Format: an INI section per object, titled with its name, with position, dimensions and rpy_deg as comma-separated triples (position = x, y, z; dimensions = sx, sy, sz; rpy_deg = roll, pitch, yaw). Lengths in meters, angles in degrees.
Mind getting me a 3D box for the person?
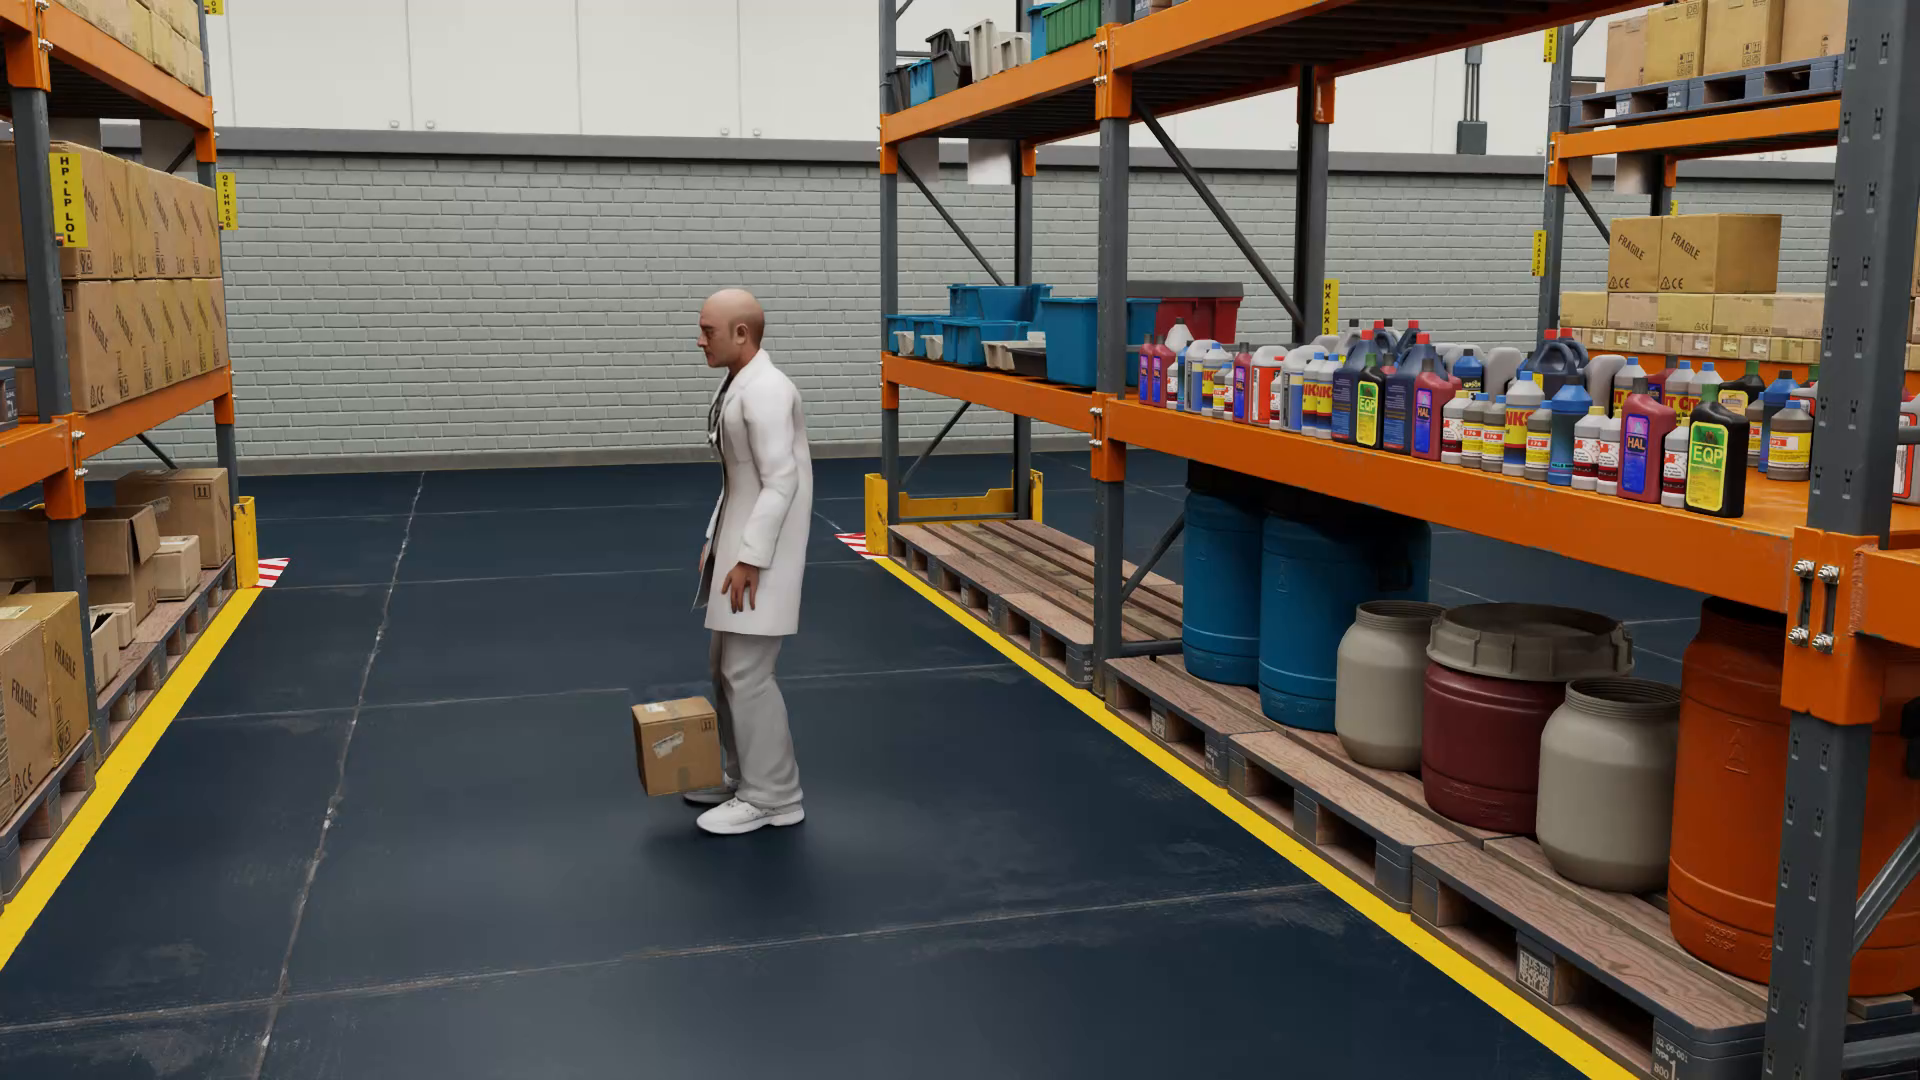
[person]
position = -0.708, 0.062, 5.525
dimensions = 0.425, 1.775, 0.606
rpy_deg = -3, 10, -18
